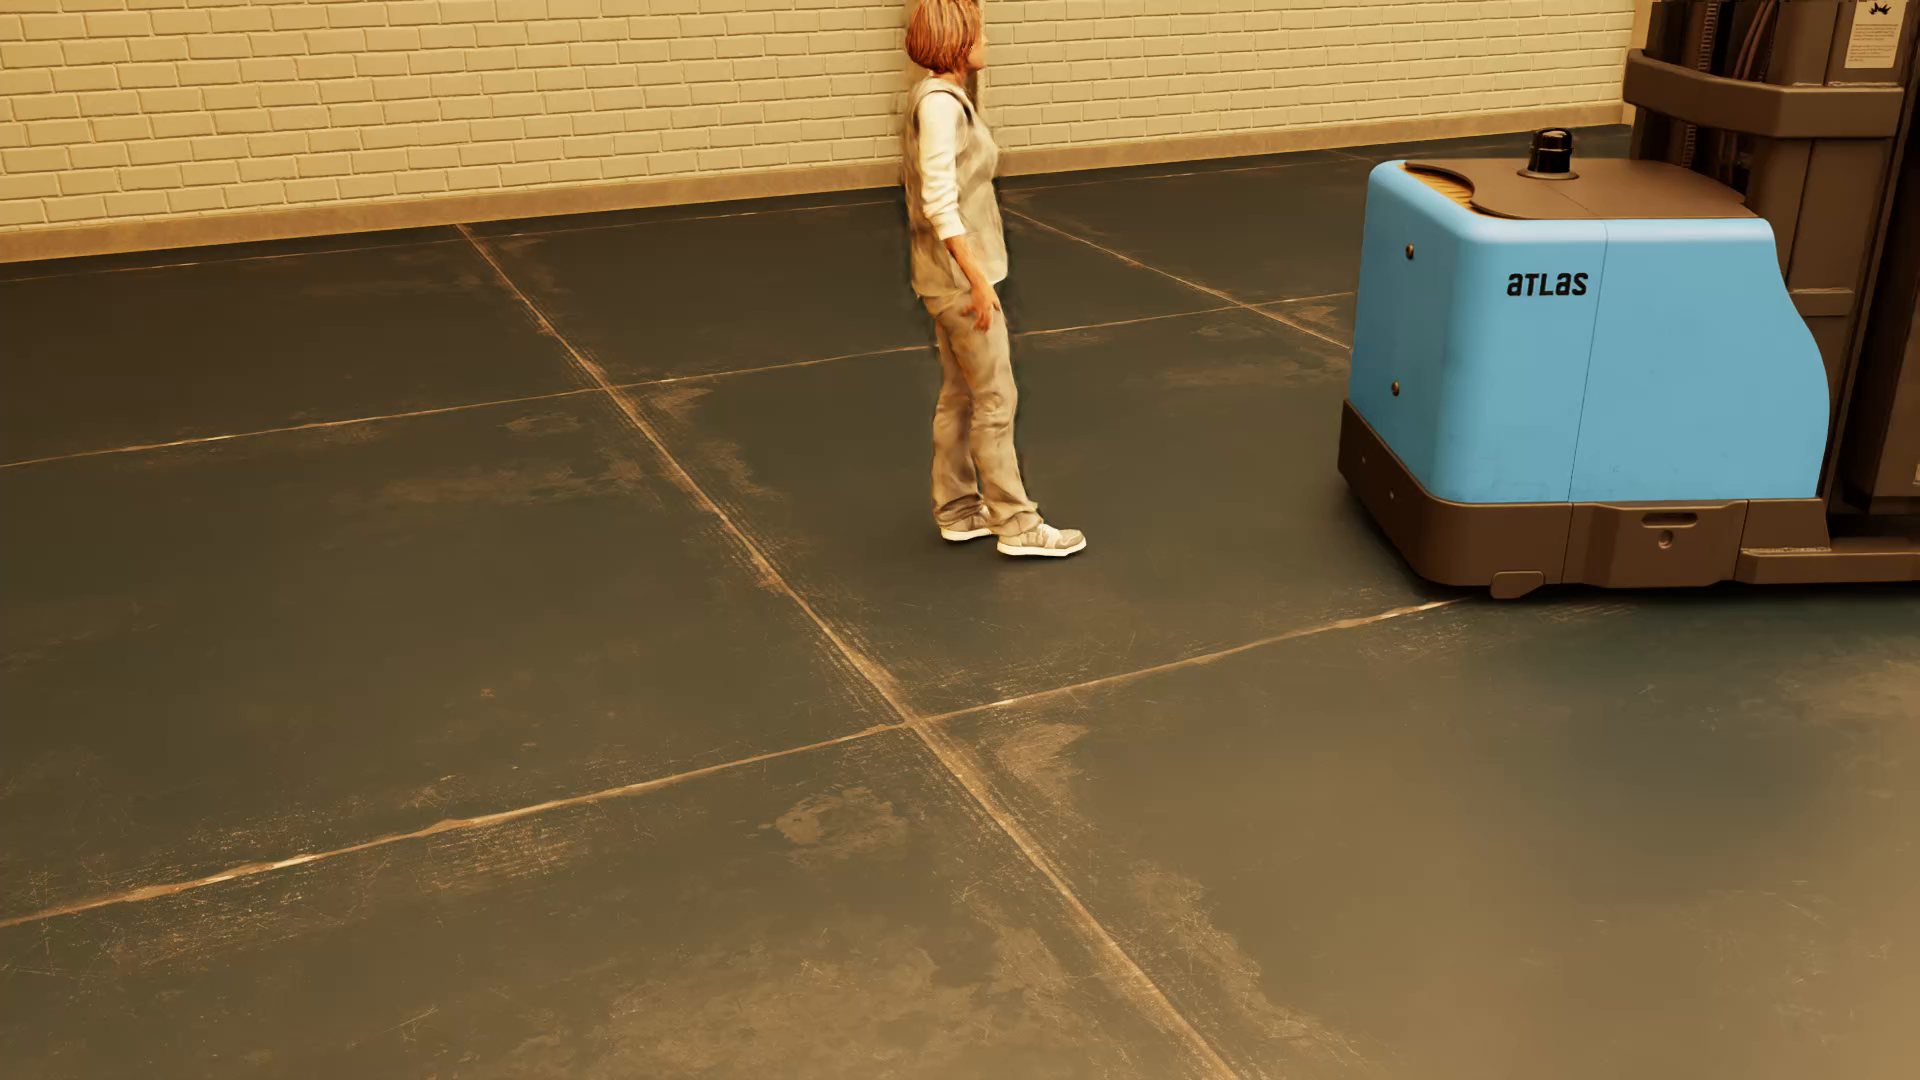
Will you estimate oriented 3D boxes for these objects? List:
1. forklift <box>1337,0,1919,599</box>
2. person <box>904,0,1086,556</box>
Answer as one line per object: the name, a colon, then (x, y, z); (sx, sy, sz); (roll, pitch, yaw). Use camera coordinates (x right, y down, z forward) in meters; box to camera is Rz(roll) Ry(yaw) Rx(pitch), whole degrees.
forklift: (2.779, -1.386, 4.622); (3.031, 2.935, 1.130); (-1, 23, -3)
person: (0.109, -0.744, 4.806); (0.533, 1.598, 0.497); (-1, 23, -2)
